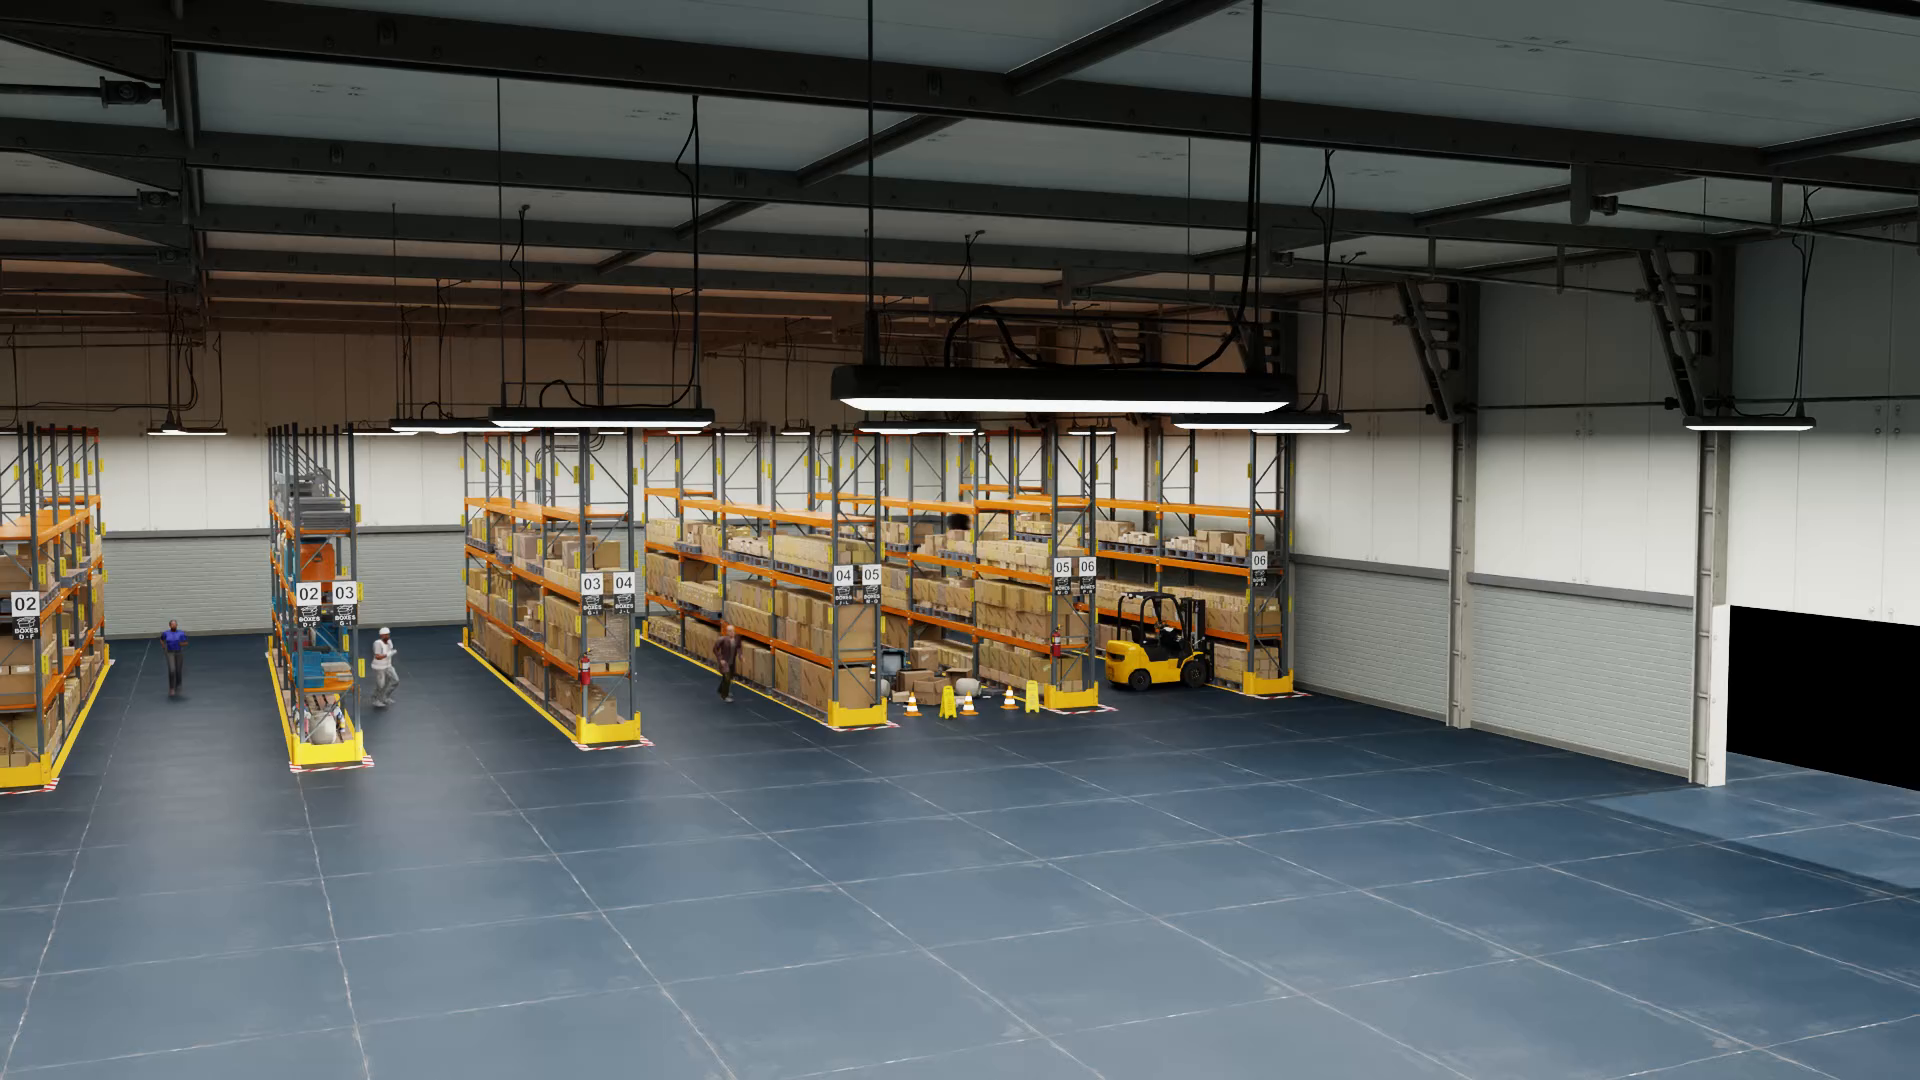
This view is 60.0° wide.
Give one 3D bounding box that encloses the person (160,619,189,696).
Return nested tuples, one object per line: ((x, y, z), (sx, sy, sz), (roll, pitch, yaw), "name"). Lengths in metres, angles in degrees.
((-17.577, 2.618, 37.211), (0.583, 1.696, 0.744), (-2, 4, -24), "person")

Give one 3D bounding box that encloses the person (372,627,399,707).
((-12.239, 2.708, 35.263), (0.883, 1.735, 0.640), (2, 4, 26), "person")

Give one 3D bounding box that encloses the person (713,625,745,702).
((-5.075, 2.666, 36.187), (0.936, 1.693, 0.734), (3, 5, 42), "person")

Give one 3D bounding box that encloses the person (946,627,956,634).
((-0.272, 1.954, 48.590), (0.556, 1.642, 0.620), (2, 4, 32), "person")
